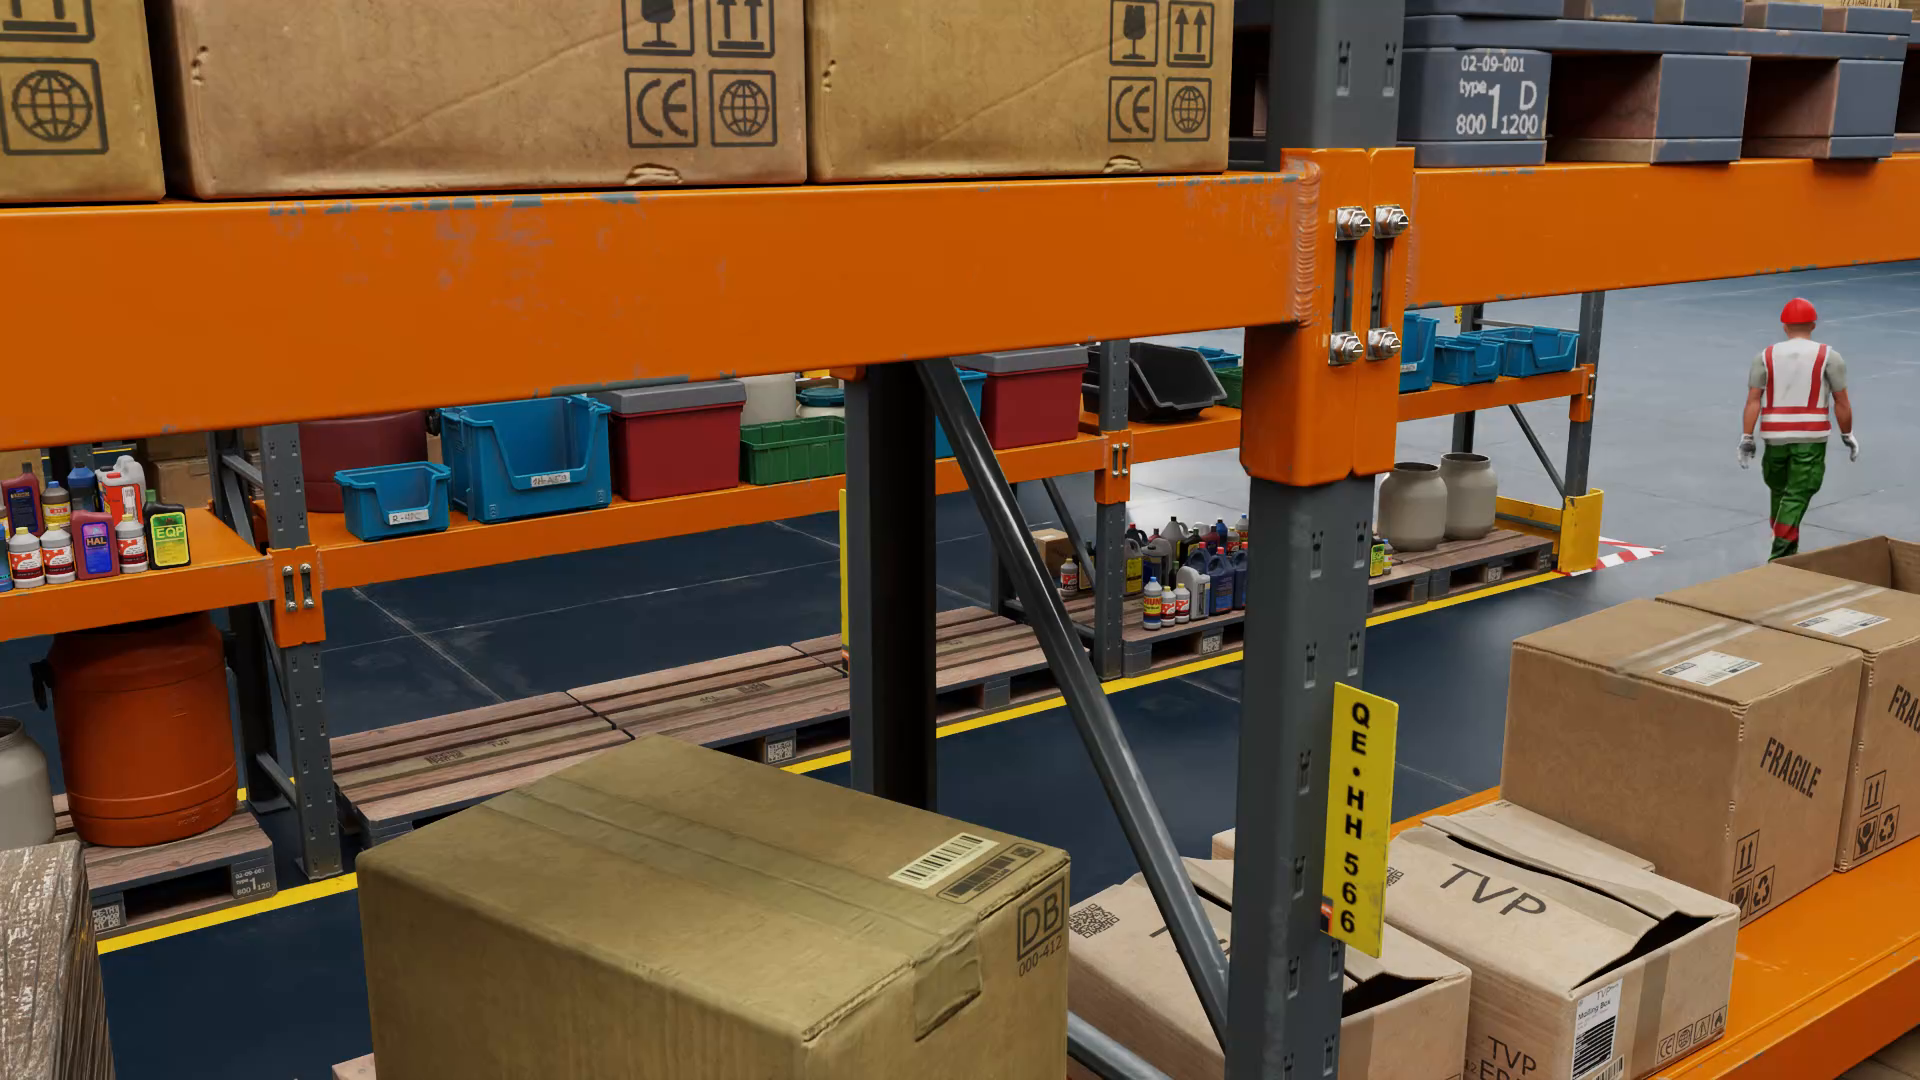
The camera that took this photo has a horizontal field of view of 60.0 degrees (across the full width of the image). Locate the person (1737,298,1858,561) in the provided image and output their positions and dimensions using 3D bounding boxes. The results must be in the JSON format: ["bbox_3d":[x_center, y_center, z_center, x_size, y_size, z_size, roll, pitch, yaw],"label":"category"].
[{"bbox_3d":[5.299,-0.649,10.450,0.959,1.730,0.611,-14,20,-43],"label":"person"}]
